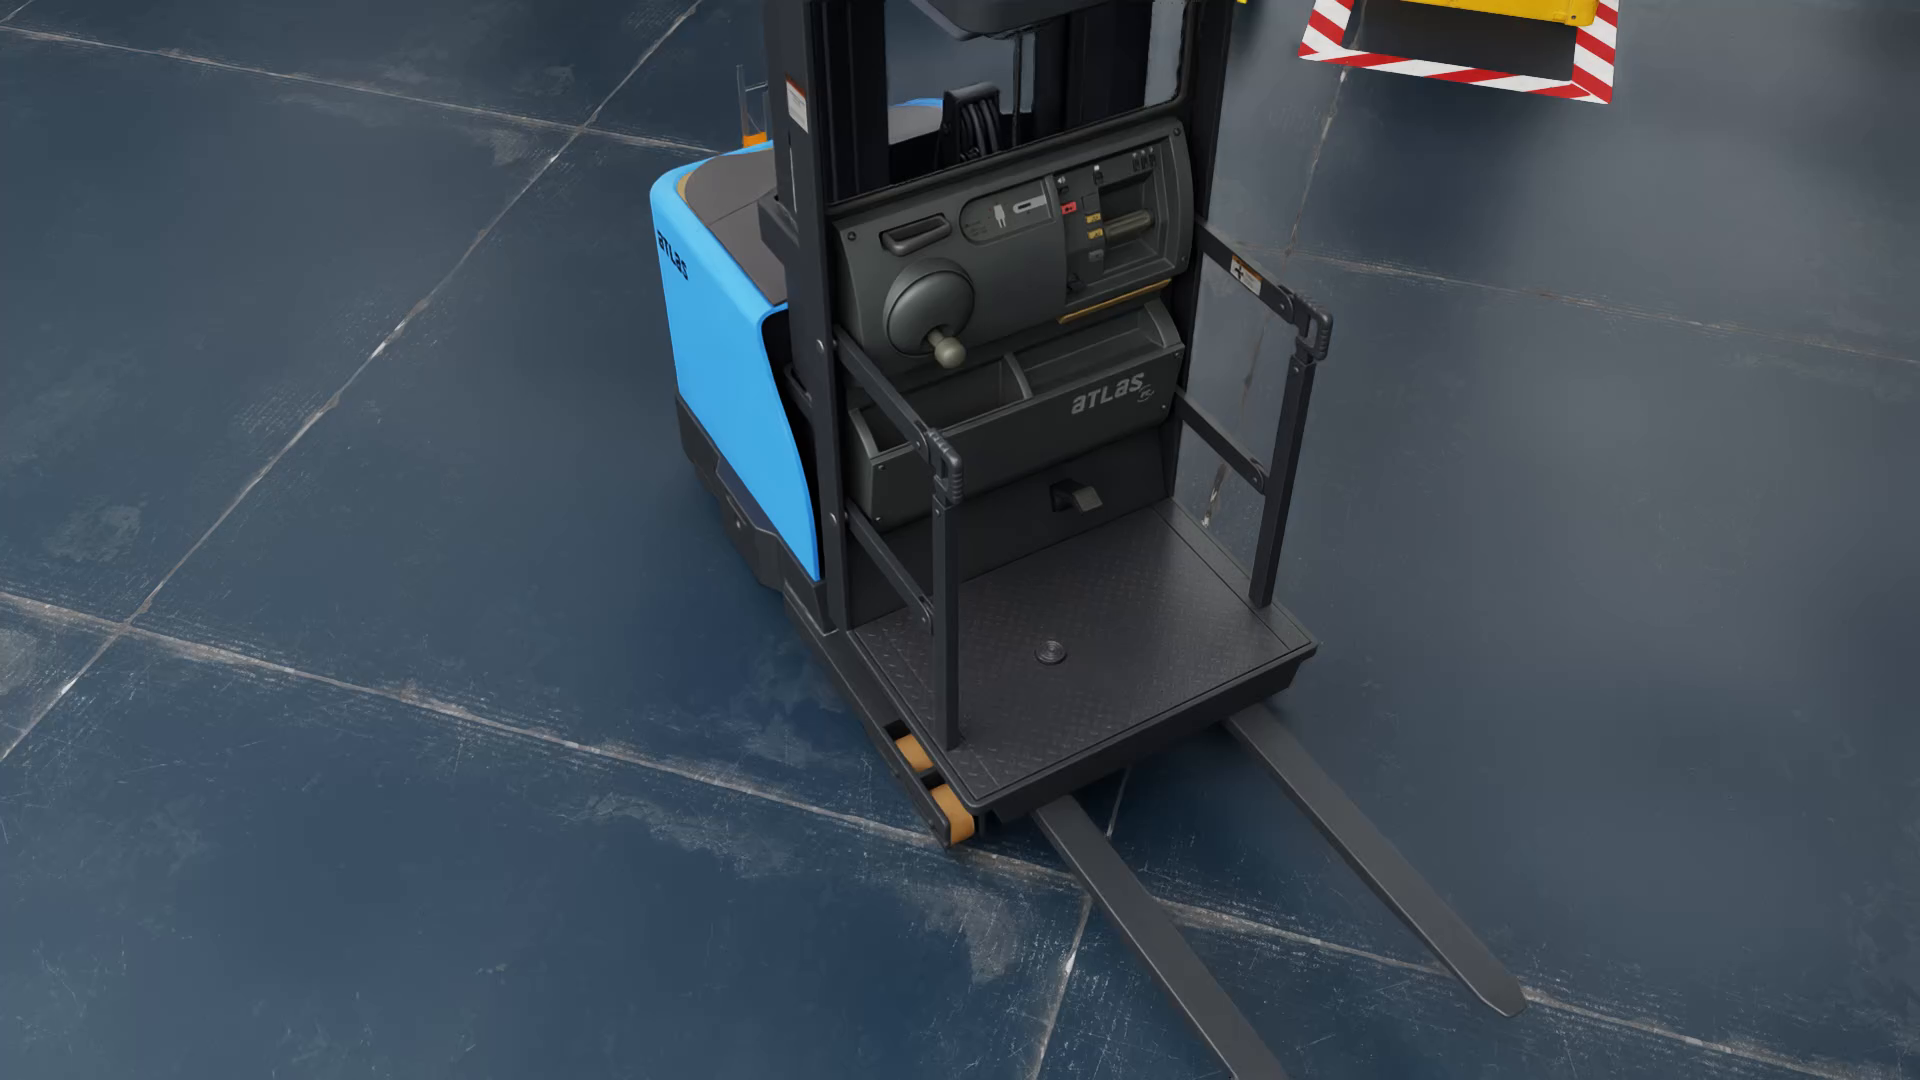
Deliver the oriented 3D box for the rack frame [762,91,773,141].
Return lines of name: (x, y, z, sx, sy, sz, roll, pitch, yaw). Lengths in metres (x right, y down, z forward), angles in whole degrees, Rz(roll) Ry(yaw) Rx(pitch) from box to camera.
rack frame: (-0.475, -0.923, 5.336, 0.240, 1.200, 0.006, -22, 49, -21)

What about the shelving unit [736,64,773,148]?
shelving unit: (-0.521, -0.979, 5.392, 0.258, 1.200, 0.189, -22, 49, -21)

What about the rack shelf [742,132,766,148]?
rack shelf: (-0.521, -1.204, 5.171, 0.258, 0.103, 0.180, -22, 49, -21)

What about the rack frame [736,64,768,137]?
rack frame: (-0.567, -1.034, 5.449, 0.240, 1.200, 0.006, -22, 49, -21)

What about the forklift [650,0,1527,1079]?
forklift: (0.261, -0.611, 3.779, 1.130, 2.935, 3.031, -22, 49, -21)

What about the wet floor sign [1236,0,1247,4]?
wet floor sign: (1.308, -2.874, 7.726, 0.267, 0.644, 0.232, 28, 51, 26)

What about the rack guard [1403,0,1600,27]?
rack guard: (2.408, -2.773, 7.726, 1.175, 0.500, 0.348, 13, 46, 13)
